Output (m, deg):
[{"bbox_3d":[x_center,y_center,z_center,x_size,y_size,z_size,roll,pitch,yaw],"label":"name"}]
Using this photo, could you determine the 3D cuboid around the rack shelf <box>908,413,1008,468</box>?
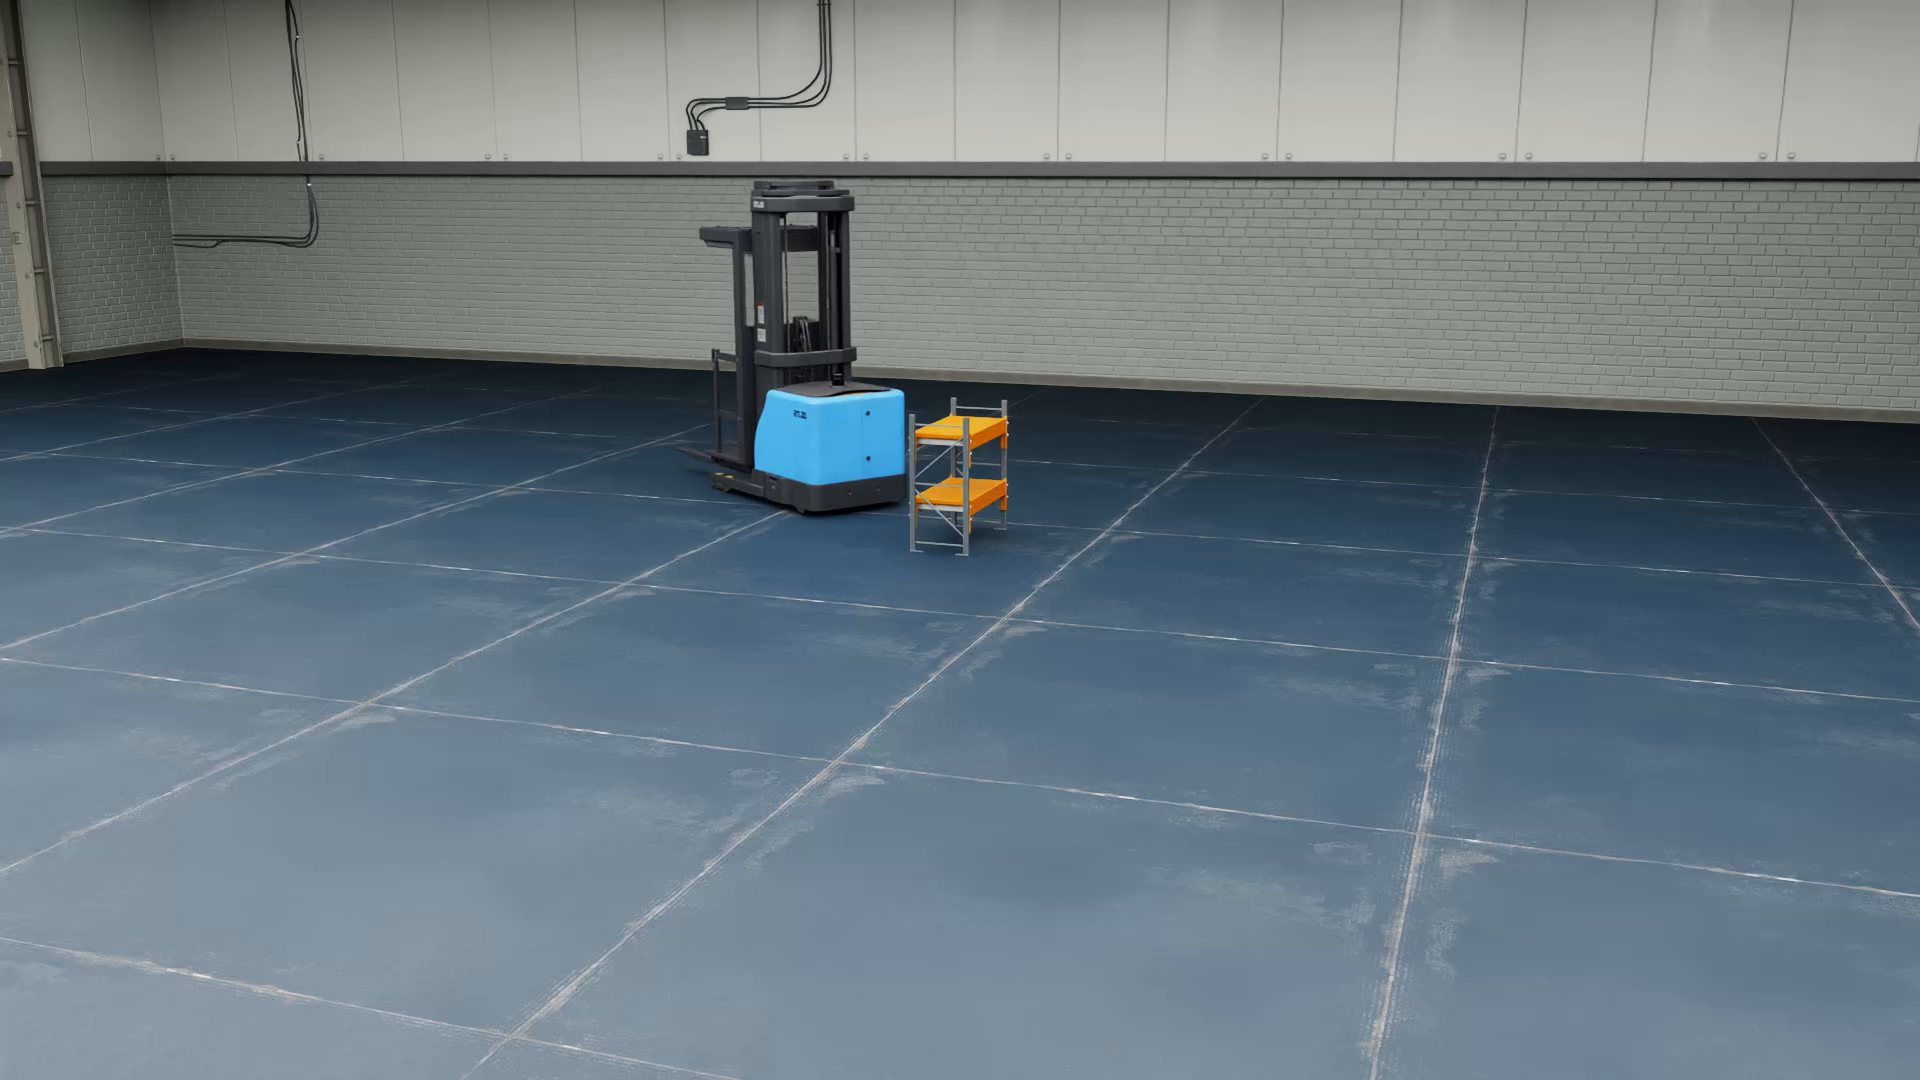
[{"bbox_3d":[-0.002,-0.832,13.791,0.538,0.278,1.000,4,14,18],"label":"rack shelf"}]

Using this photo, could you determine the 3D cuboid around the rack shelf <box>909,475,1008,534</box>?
[{"bbox_3d":[-0.002,-0.309,13.911,0.538,0.278,1.000,4,14,18],"label":"rack shelf"}]

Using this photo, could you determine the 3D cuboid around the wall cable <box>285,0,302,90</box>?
[{"bbox_3d":[-9.350,-8.334,25.906,3.097,2.526,0.112,4,14,18],"label":"wall cable"}]

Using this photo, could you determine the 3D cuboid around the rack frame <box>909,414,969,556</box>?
[{"bbox_3d":[-0.167,-0.440,13.388,0.500,1.125,0.032,4,14,18],"label":"rack frame"}]

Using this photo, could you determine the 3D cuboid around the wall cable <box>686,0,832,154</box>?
[{"bbox_3d":[-2.932,-8.551,23.589,2.305,6.003,0.169,4,14,18],"label":"wall cable"}]

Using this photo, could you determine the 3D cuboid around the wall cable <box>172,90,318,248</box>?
[{"bbox_3d":[-11.910,-6.066,27.322,3.097,2.526,0.112,4,14,18],"label":"wall cable"}]

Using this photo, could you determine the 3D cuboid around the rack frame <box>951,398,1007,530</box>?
[{"bbox_3d":[0.162,-0.654,14.325,0.500,1.125,0.032,4,14,18],"label":"rack frame"}]

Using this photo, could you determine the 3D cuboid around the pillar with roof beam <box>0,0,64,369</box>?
[{"bbox_3d":[-10.041,-6.745,23.318,9.100,9.000,0.400,4,14,18],"label":"pillar with roof beam"}]

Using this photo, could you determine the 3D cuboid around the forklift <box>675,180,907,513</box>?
[{"bbox_3d":[-1.774,-1.941,15.905,1.130,2.935,3.031,-9,16,-36],"label":"forklift"}]

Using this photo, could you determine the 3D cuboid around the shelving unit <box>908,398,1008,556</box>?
[{"bbox_3d":[-0.002,-0.547,13.857,0.538,1.125,1.048,4,14,18],"label":"shelving unit"}]
